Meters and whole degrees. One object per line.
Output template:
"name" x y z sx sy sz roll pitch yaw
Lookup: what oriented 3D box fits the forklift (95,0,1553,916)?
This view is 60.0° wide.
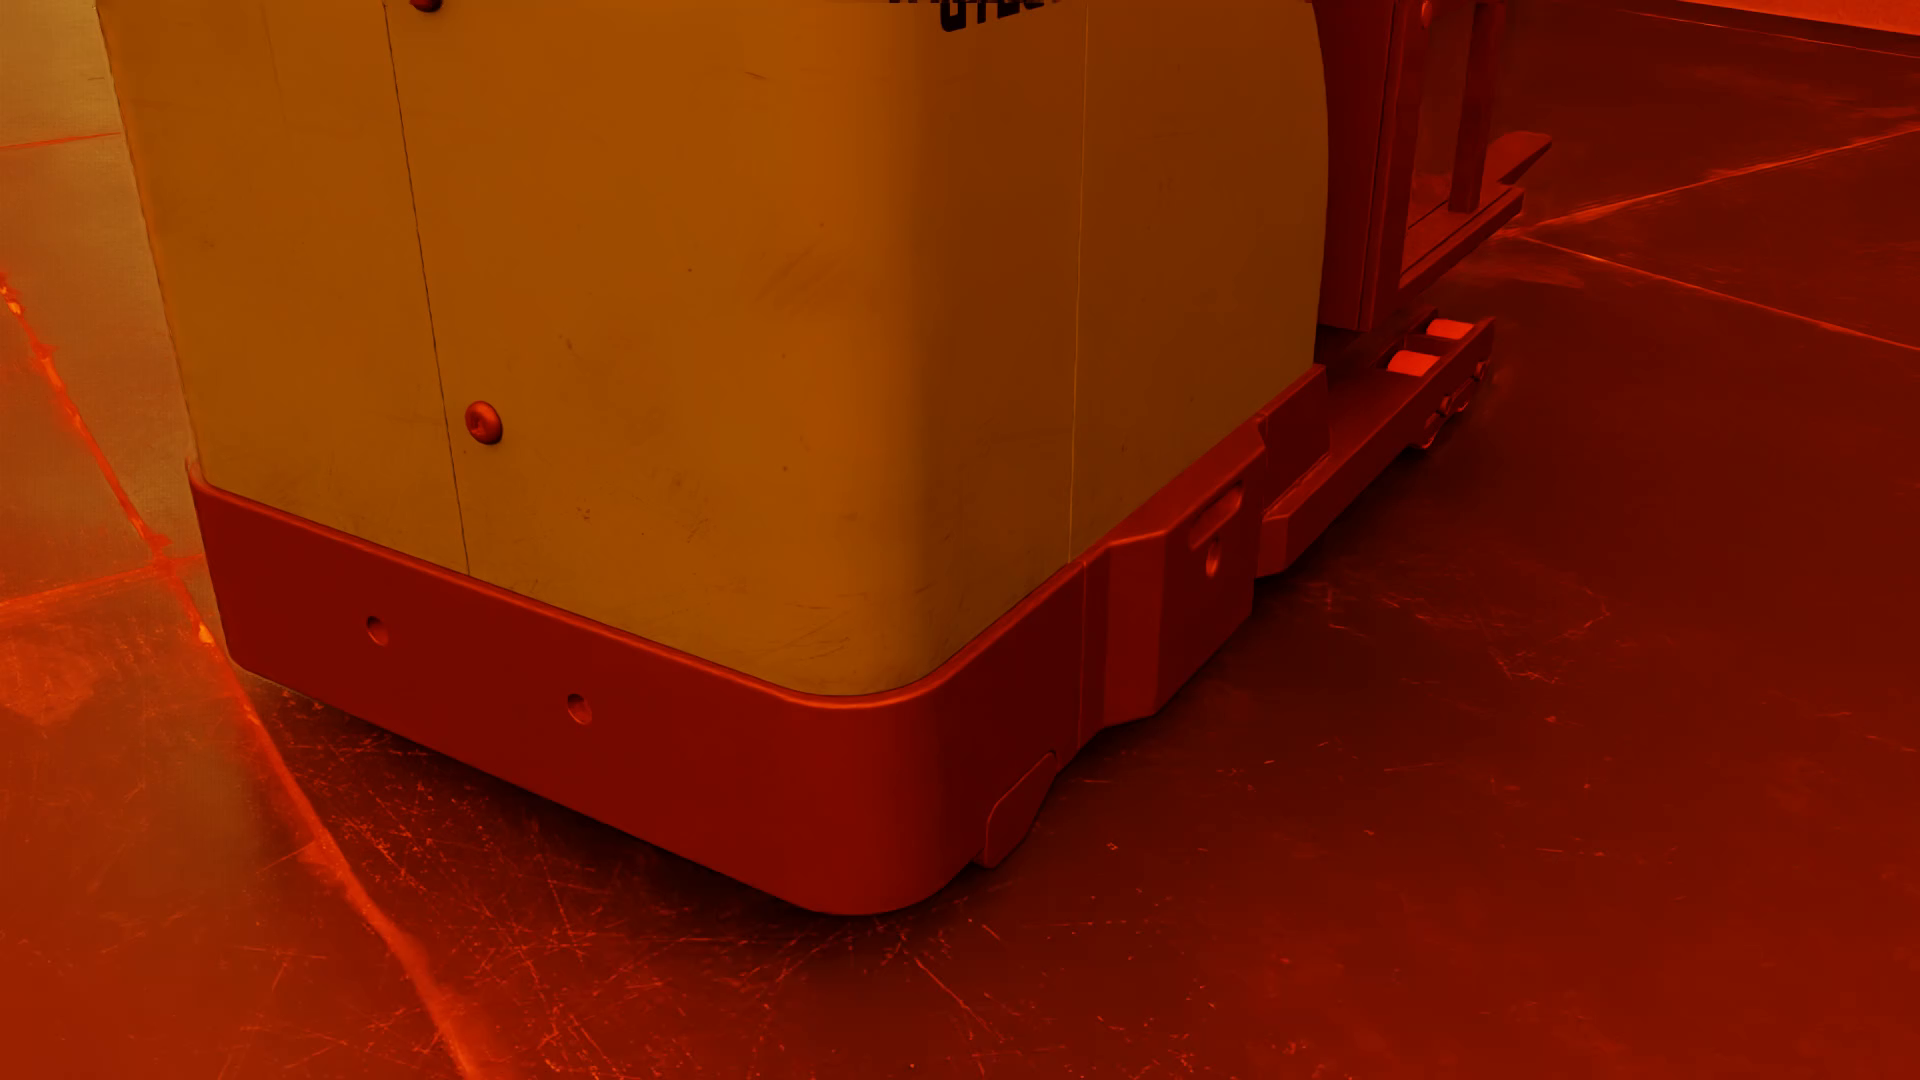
"forklift" 0.291 -1.562 2.346 1.130 2.935 3.031 16 31 28
